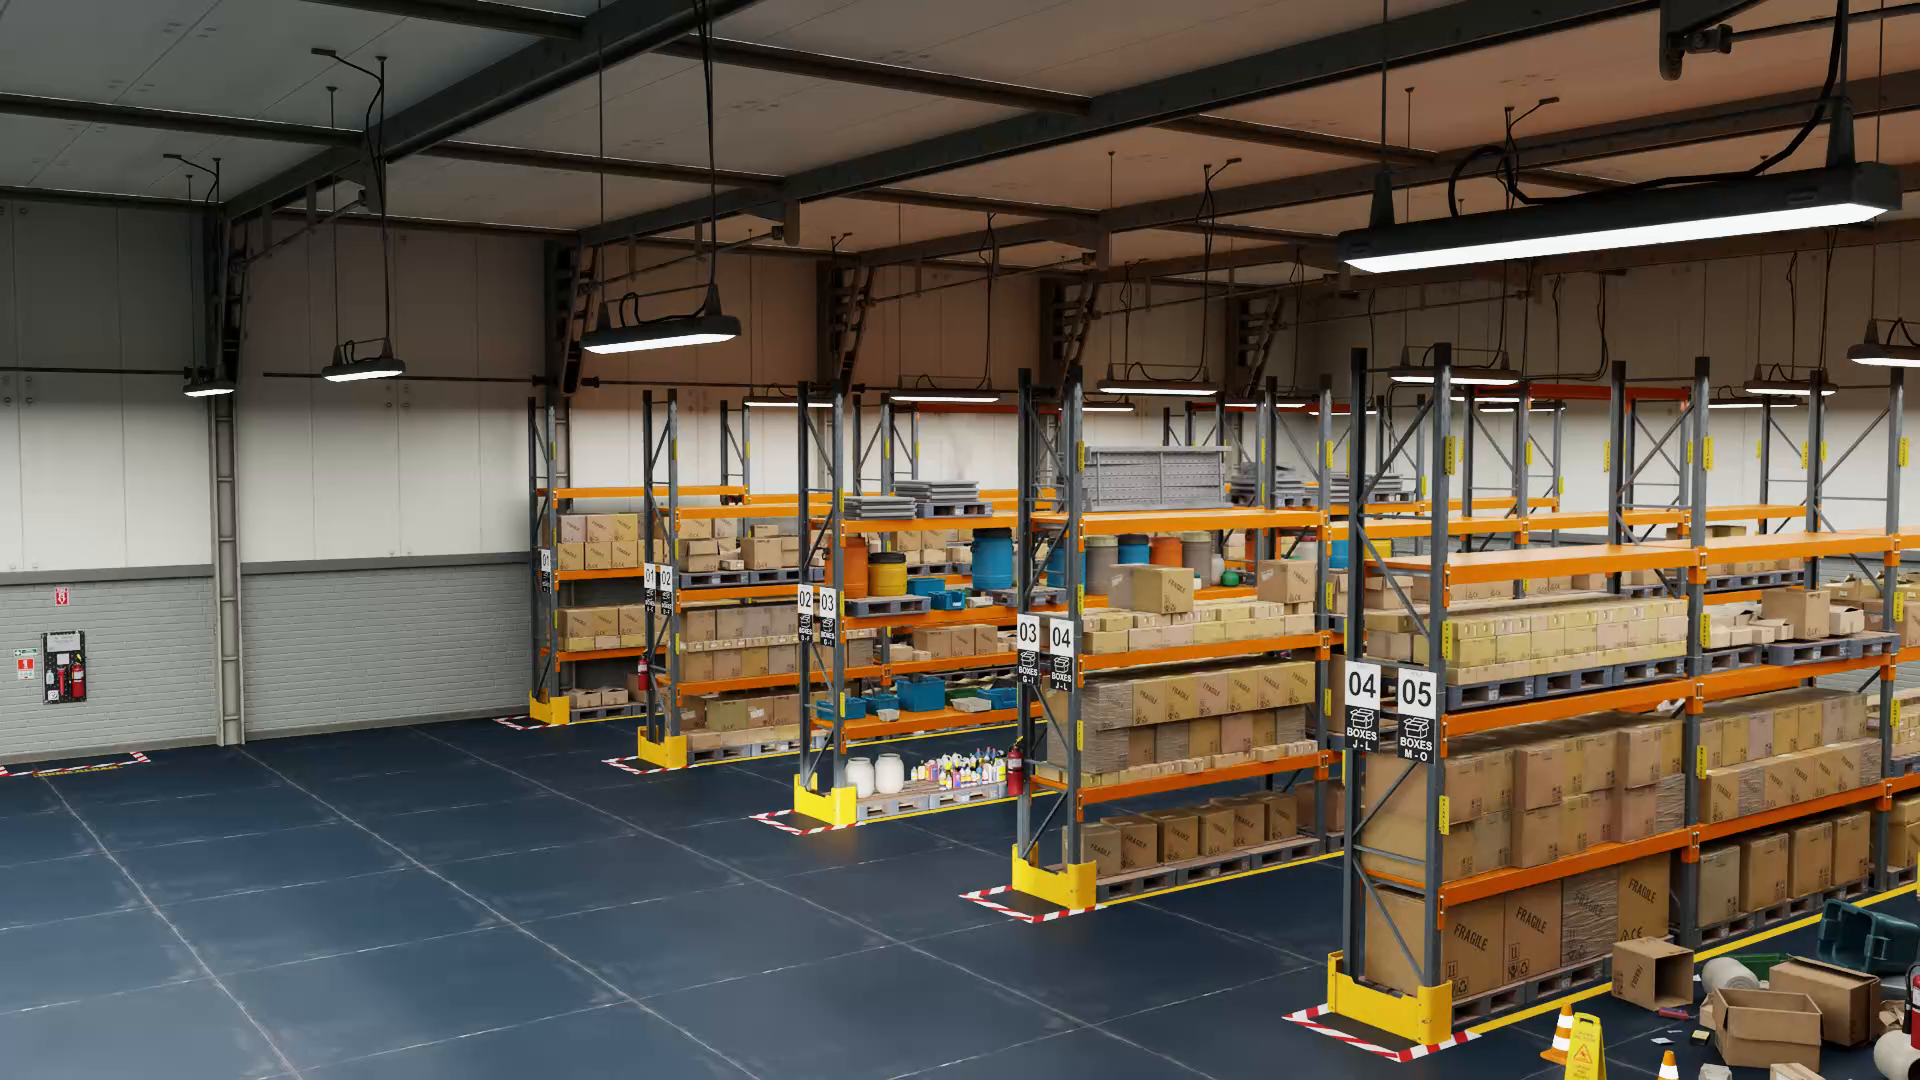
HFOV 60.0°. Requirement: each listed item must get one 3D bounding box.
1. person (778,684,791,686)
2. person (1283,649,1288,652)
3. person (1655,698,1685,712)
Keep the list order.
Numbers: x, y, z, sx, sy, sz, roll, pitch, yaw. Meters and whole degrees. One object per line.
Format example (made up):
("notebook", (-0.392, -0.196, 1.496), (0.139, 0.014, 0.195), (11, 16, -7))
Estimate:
("person", (-3.143, 2.479, 30.971), (0.653, 1.677, 0.693), (3, 4, 41))
("person", (6.018, 2.531, 30.577), (0.593, 1.630, 0.556), (-3, 4, -37))
("person", (10.202, 2.902, 23.586), (0.887, 1.837, 0.687), (-2, 4, -36))
